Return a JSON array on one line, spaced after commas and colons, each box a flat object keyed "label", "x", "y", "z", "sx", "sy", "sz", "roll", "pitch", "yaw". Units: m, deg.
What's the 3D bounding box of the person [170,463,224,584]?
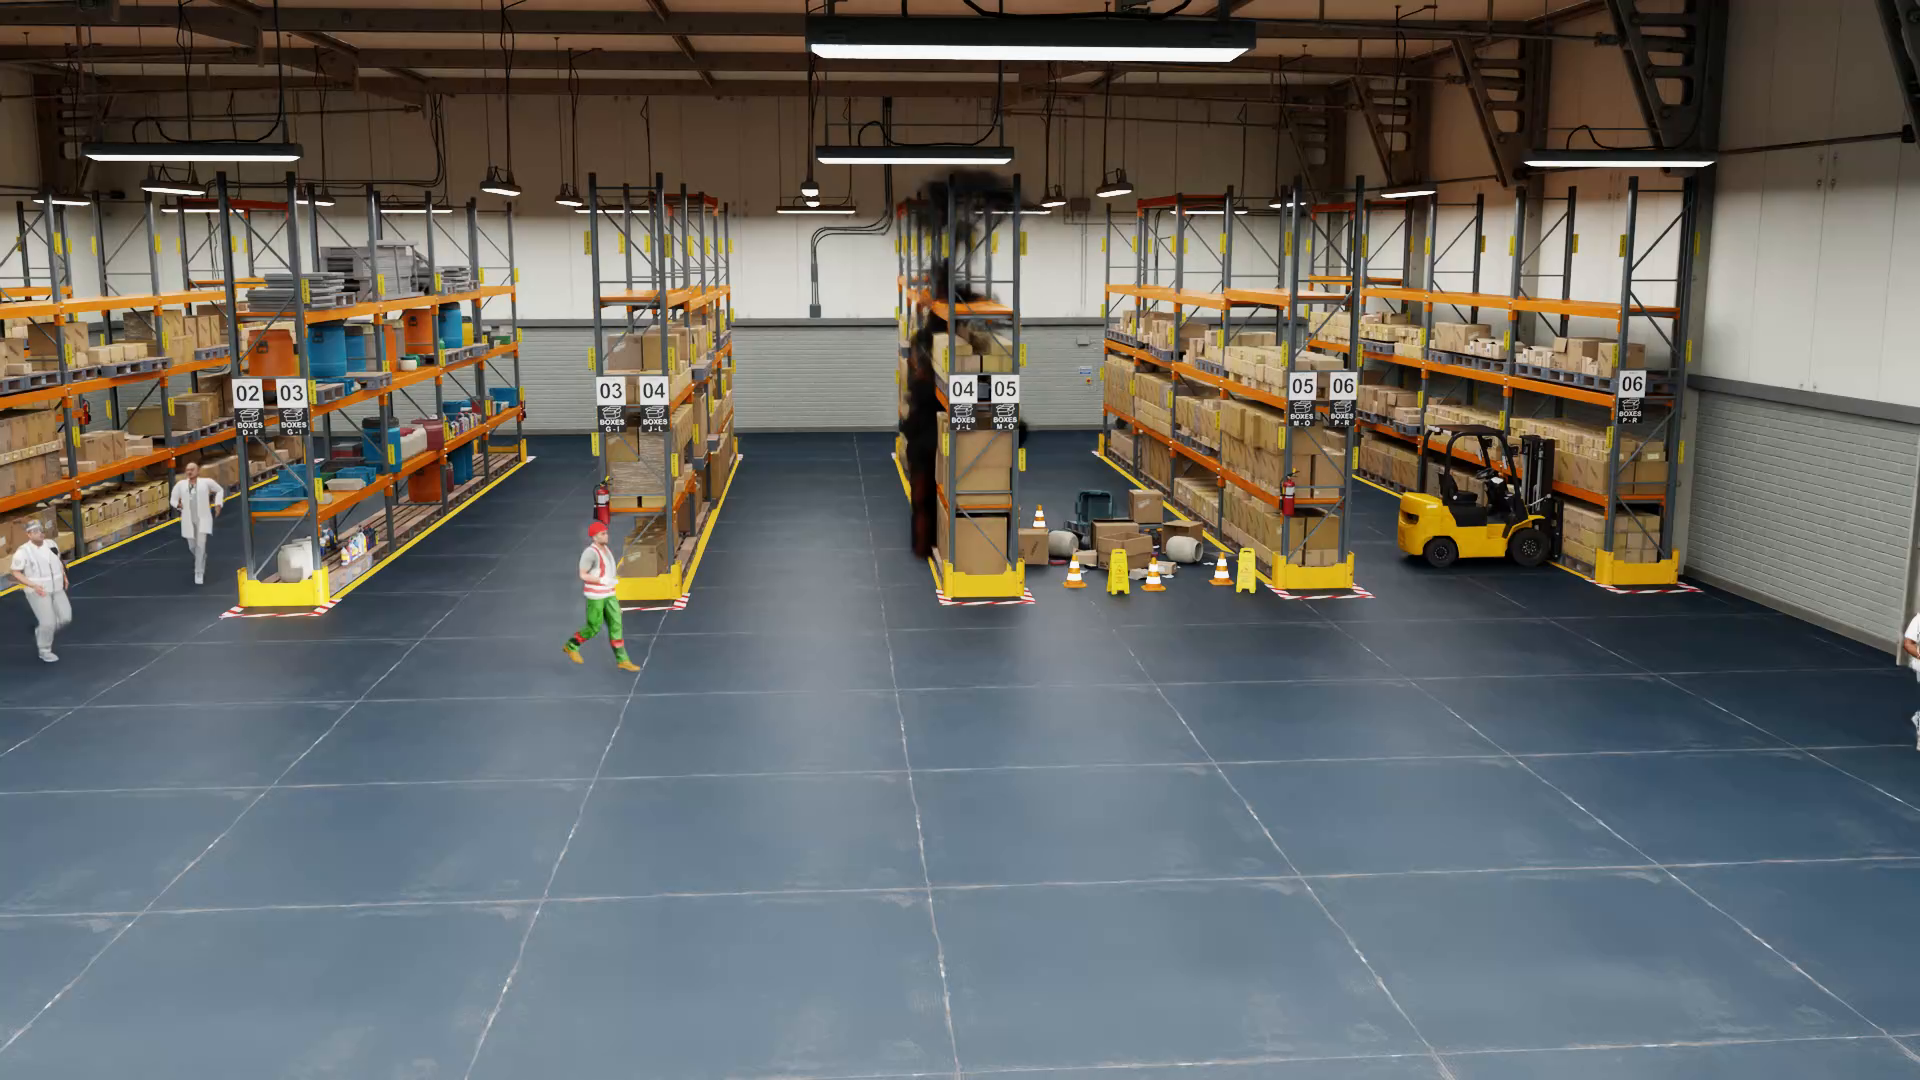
[{"label": "person", "x": -11.550, "y": -0.289, "z": 25.177, "sx": 0.724, "sy": 1.764, "sz": 1.109, "roll": -2, "pitch": 10, "yaw": -12}]

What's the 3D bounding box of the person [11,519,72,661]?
[{"label": "person", "x": -11.189, "y": 0.602, "z": 20.320, "sx": 0.527, "sy": 1.752, "sz": 0.666, "roll": 5, "pitch": 11, "yaw": 26}]

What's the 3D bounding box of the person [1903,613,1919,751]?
[{"label": "person", "x": 9.652, "y": 1.281, "z": 16.471, "sx": 0.706, "sy": 1.728, "sz": 0.575, "roll": -3, "pitch": 10, "yaw": -17}]

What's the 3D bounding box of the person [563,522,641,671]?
[{"label": "person", "x": -4.273, "y": 0.665, "z": 19.686, "sx": 1.008, "sy": 1.778, "sz": 0.648, "roll": 4, "pitch": 11, "yaw": 22}]

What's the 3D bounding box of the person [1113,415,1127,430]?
[{"label": "person", "x": 4.088, "y": -3.082, "z": 41.602, "sx": 0.503, "sy": 1.615, "sz": 0.639, "roll": 6, "pitch": 12, "yaw": 31}]
